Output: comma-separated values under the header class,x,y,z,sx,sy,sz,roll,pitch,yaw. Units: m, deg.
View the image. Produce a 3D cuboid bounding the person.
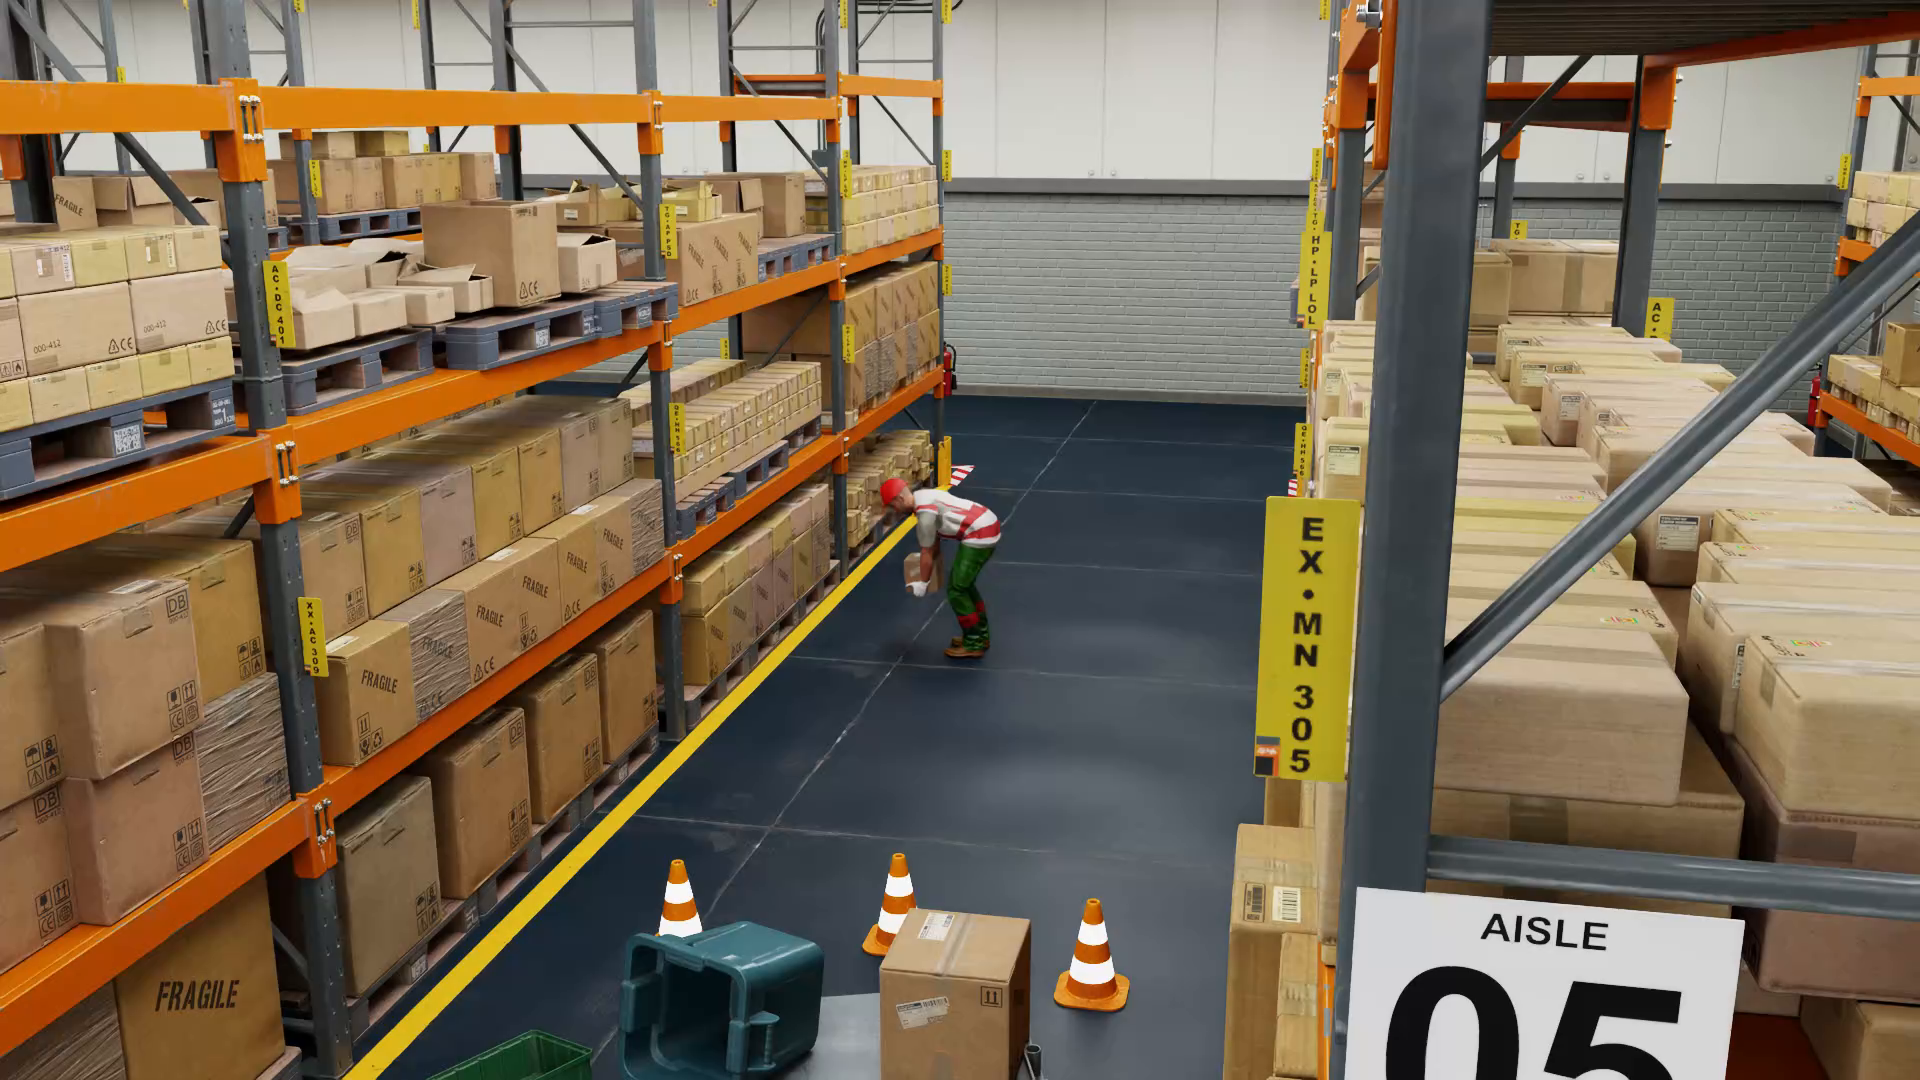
class,x,y,z,sx,sy,sz,roll,pitch,yaw
person,-0.146,0.194,12.610,0.914,1.335,0.487,3,15,10
